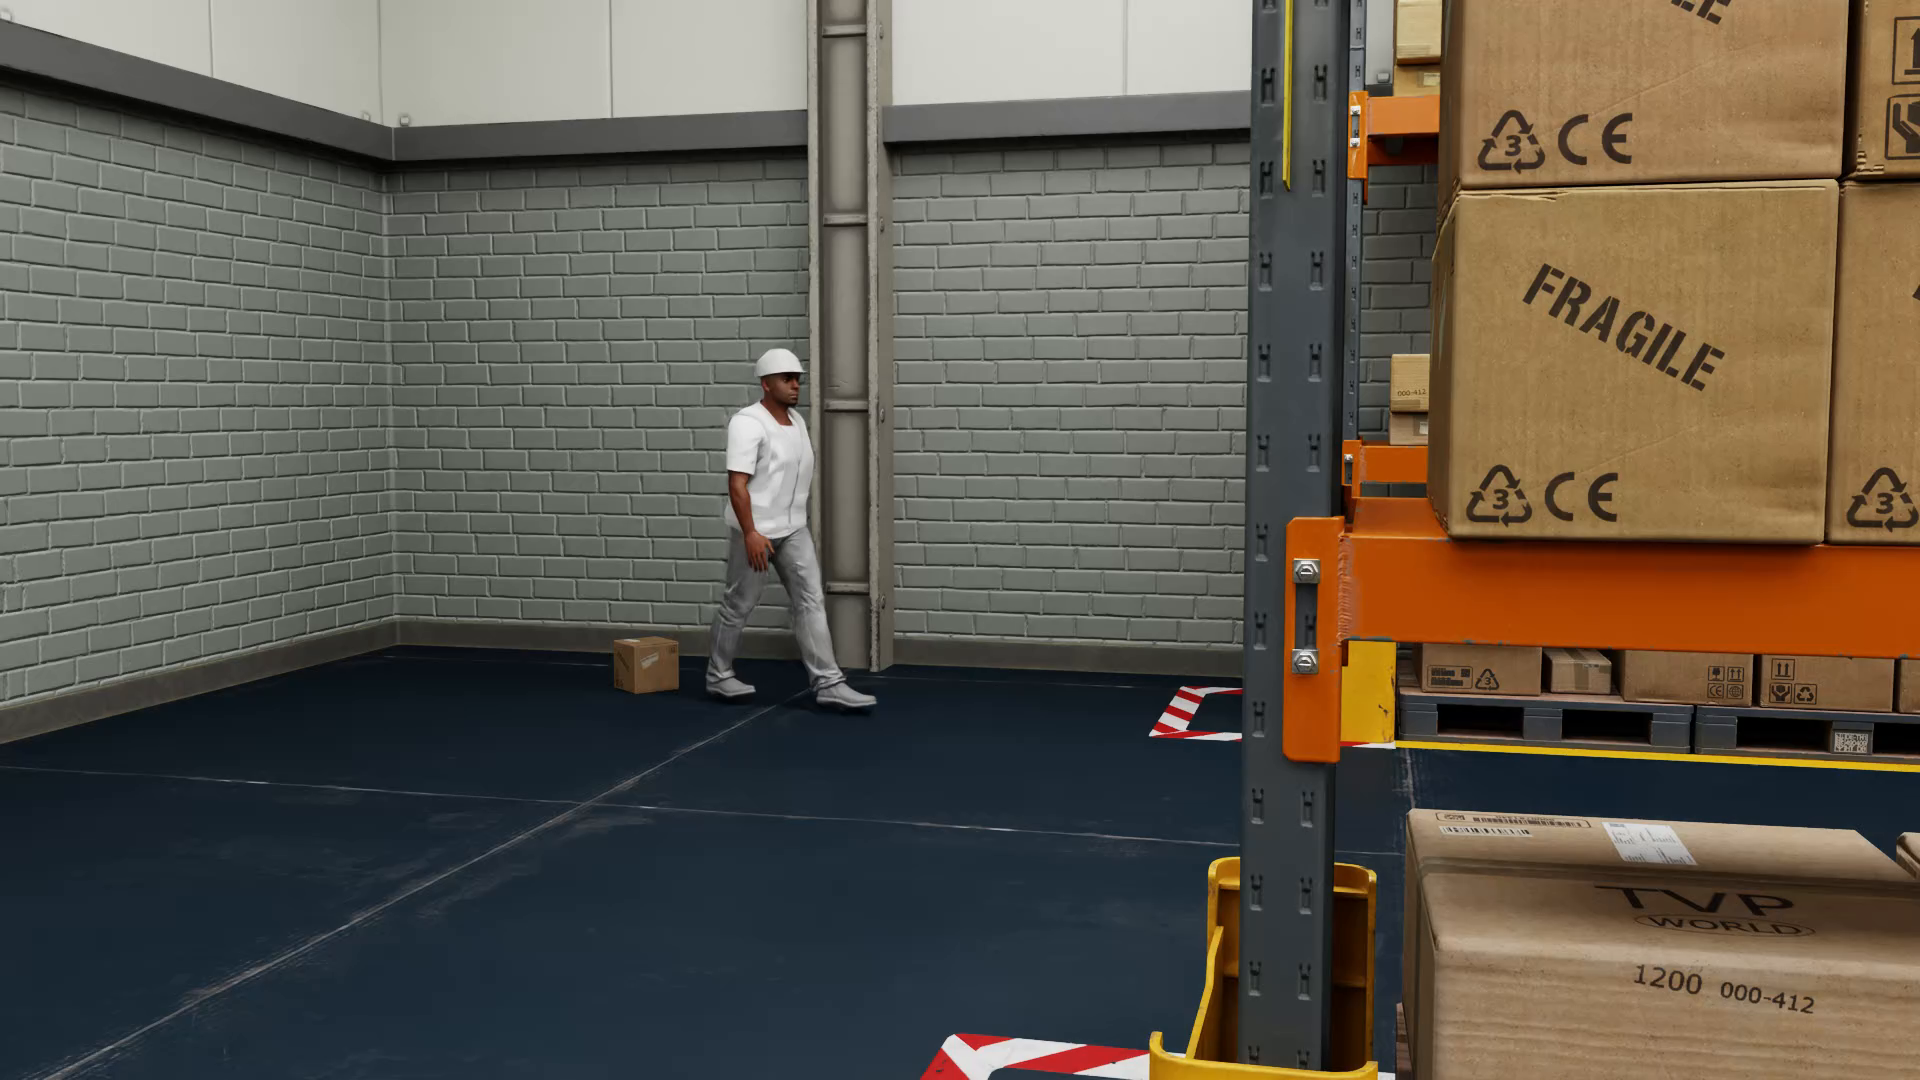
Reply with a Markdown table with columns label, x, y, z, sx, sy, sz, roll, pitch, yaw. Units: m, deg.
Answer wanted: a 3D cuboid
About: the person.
| label | x | y | z | sx | sy | sz | roll | pitch | yaw |
| --- | --- | --- | --- | --- | --- | --- | --- | --- | --- |
| person | -0.885 | -0.062 | 8.022 | 0.944 | 1.711 | 0.605 | 4 | 6 | 37 |
